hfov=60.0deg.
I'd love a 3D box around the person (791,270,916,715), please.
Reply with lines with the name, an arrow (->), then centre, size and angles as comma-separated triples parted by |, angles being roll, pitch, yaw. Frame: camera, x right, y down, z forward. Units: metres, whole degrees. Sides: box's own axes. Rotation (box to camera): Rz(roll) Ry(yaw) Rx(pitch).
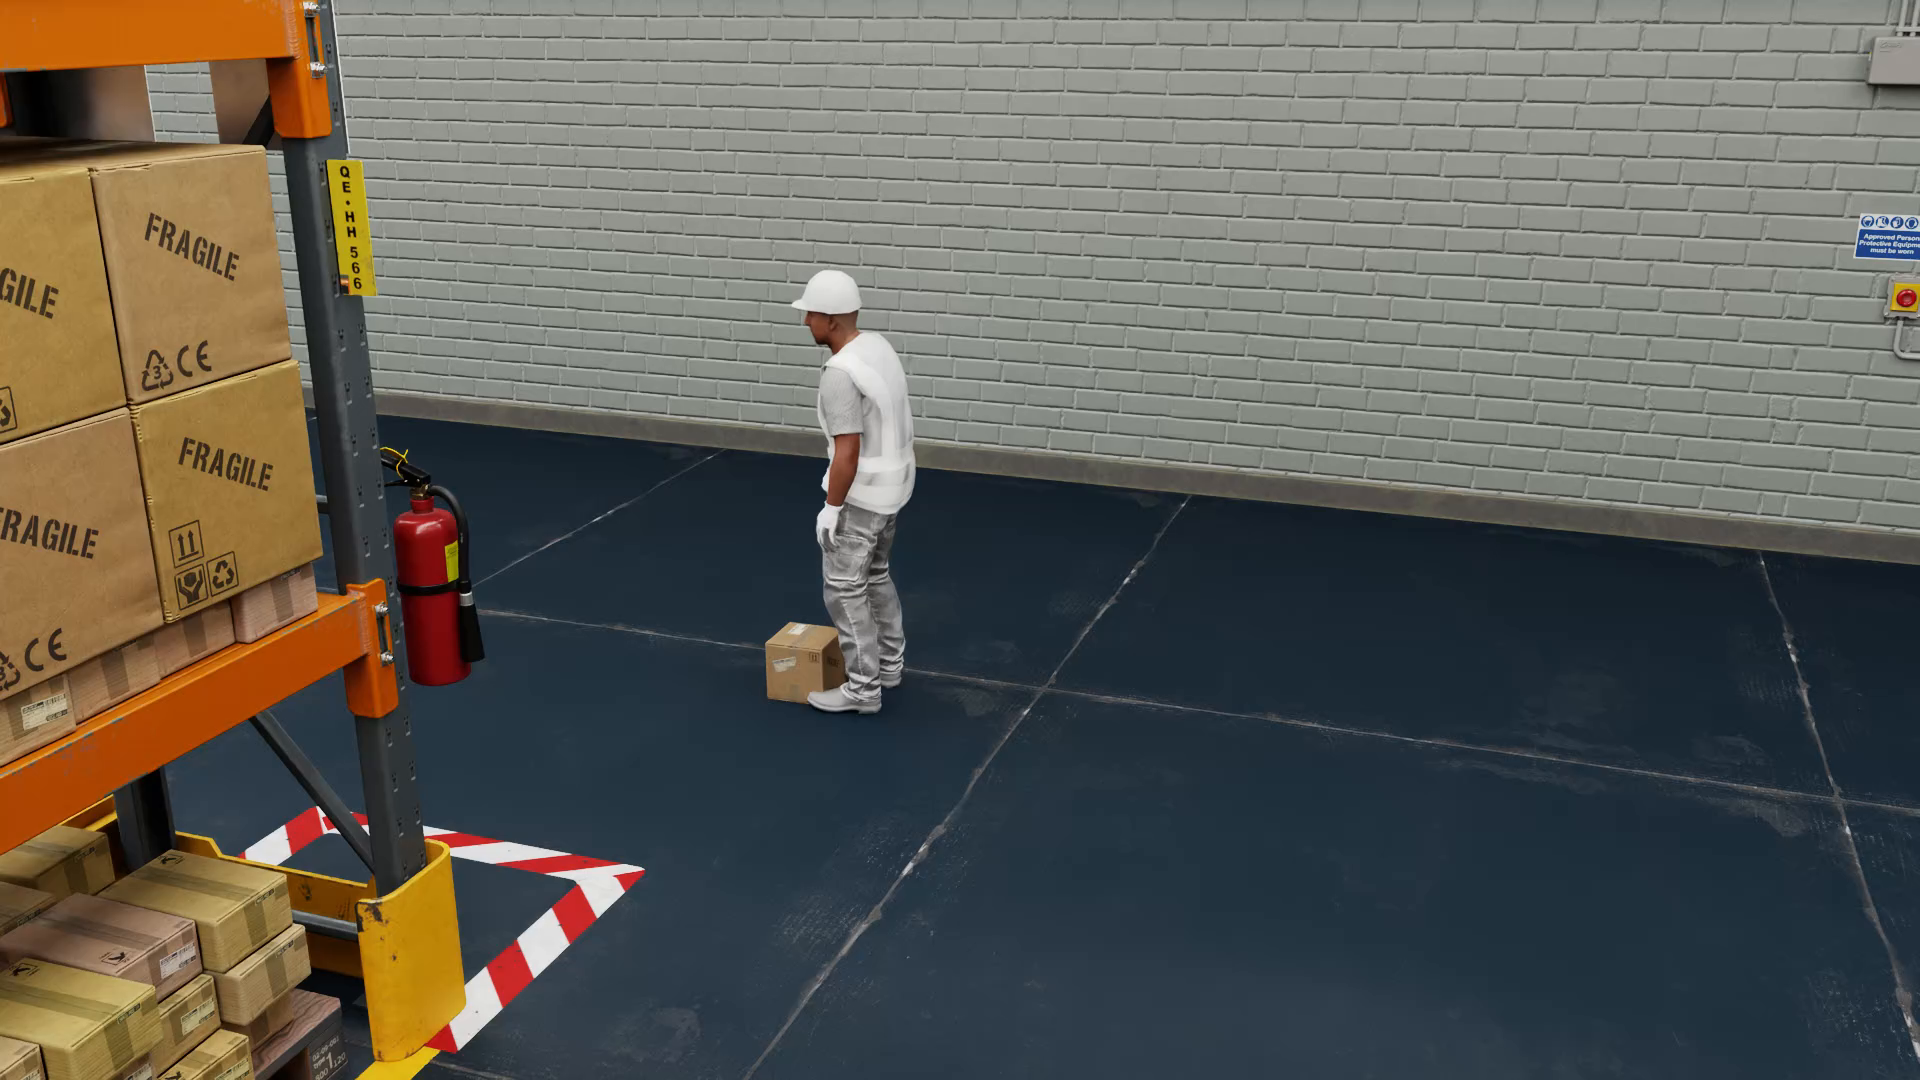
person -> -0.416, -0.184, 6.594 | 0.451, 1.773, 0.625 | 5, 19, 15
